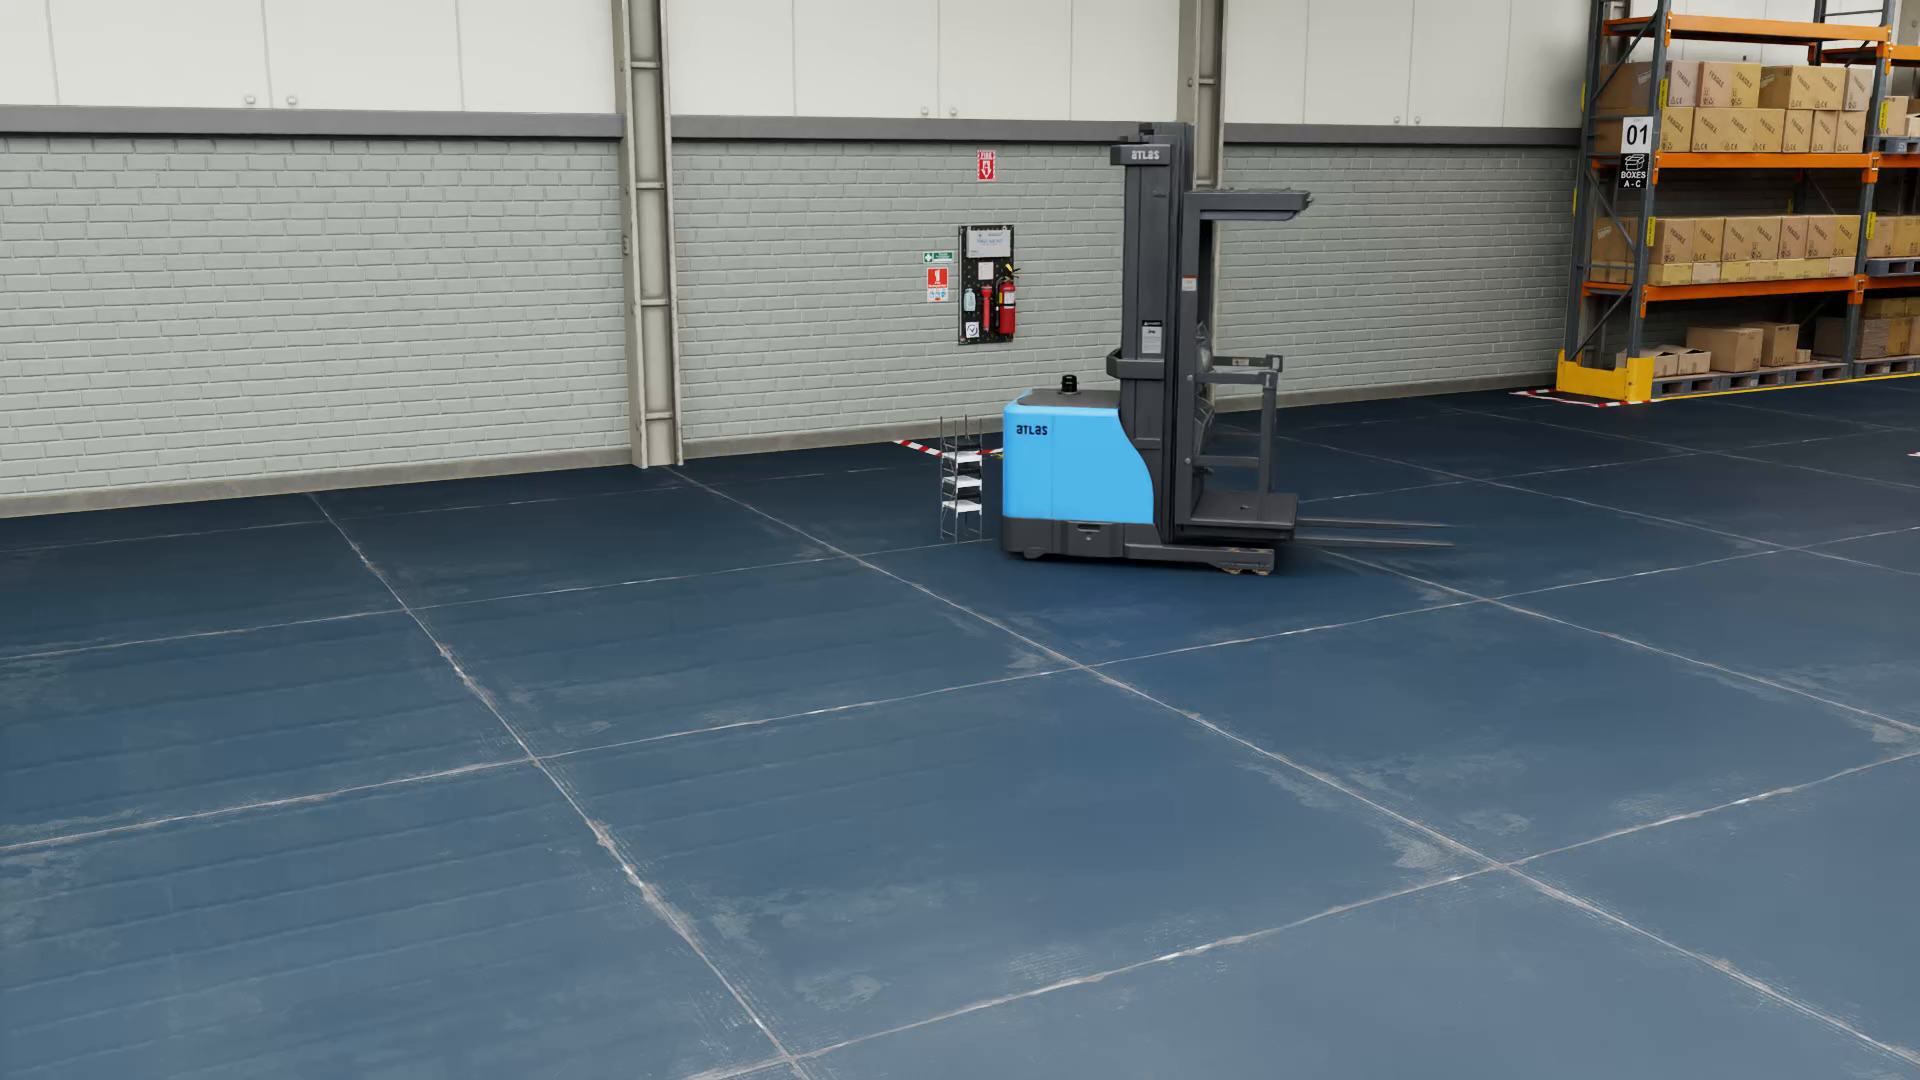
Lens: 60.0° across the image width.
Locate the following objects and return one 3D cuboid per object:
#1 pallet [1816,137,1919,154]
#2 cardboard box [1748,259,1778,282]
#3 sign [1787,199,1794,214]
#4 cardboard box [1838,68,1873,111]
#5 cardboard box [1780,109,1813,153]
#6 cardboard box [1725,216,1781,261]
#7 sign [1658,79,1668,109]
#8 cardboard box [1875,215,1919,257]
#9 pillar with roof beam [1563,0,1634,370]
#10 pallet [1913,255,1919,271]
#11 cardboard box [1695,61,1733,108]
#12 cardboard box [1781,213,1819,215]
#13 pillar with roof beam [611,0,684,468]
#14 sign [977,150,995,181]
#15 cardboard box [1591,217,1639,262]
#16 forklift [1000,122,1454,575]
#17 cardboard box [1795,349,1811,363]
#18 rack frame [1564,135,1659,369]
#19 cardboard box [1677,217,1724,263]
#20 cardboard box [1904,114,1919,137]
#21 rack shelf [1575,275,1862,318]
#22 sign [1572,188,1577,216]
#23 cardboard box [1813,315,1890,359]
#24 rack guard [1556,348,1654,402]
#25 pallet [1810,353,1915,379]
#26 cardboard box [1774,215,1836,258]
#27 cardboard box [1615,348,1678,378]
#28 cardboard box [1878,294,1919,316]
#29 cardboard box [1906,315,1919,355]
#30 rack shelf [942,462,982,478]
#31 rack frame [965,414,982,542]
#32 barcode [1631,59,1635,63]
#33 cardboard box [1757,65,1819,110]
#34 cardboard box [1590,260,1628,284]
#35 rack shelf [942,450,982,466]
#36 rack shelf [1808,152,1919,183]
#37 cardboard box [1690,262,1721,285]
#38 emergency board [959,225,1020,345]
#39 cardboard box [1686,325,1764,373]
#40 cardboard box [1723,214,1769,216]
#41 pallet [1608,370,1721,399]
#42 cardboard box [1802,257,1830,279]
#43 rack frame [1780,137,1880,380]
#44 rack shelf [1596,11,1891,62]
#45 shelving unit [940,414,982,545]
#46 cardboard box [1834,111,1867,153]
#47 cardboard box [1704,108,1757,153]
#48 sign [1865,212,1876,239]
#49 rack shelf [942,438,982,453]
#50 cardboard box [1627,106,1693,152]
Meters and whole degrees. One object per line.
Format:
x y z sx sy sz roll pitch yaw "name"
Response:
11.672 -5.017 21.167 1.003 0.211 1.213 -7 14 -28 "pallet"
9.492 -3.270 20.102 0.500 0.250 0.500 -7 14 -27 "cardboard box"
10.810 -4.273 21.625 0.005 0.325 0.100 -7 14 -28 "sign"
10.769 -5.506 20.360 0.500 0.500 0.500 -8 15 -33 "cardboard box"
9.836 -4.906 19.972 0.500 0.500 0.500 -7 15 -30 "cardboard box"
9.474 -3.635 20.017 0.500 0.500 0.500 -6 14 -26 "cardboard box"
7.828 -4.966 18.519 0.005 0.325 0.100 -7 14 -28 "sign"
12.036 -3.969 21.683 0.500 0.500 0.700 -5 14 -22 "cardboard box"
9.831 -5.518 16.132 0.400 9.000 9.100 -7 14 -28 "pillar with roof beam"
12.872 -3.712 22.209 1.213 0.211 1.003 -7 14 -28 "pallet"
8.487 -5.227 19.120 0.500 0.500 0.500 -7 14 -29 "cardboard box"
10.567 -3.894 21.170 0.500 0.500 0.500 -7 15 -29 "cardboard box"
-0.702 -4.255 10.522 0.400 9.000 9.100 -7 14 -28 "pillar with roof beam"
0.260 -3.686 16.377 0.199 0.298 0.001 -7 14 -28 "sign"
7.880 -3.573 19.743 0.500 0.500 0.500 -7 14 -28 "cardboard box"
1.852 -1.324 11.315 3.031 2.935 1.130 3 13 13 "forklift"
10.624 -2.371 21.266 0.250 0.166 0.380 -9 16 -35 "cardboard box"
7.568 -3.180 19.409 0.127 3.000 1.000 -7 14 -28 "rack frame"
8.570 -3.525 19.529 0.500 0.500 0.500 -7 14 -28 "cardboard box"
12.138 -5.333 21.388 0.500 0.311 0.500 -6 14 -26 "cardboard box"
9.324 -3.040 20.423 4.000 0.370 1.077 -7 14 -28 "rack shelf"
7.320 -4.008 19.732 0.005 0.325 0.100 -7 14 -28 "sign"
11.717 -2.677 21.863 0.500 0.500 0.700 -6 14 -26 "cardboard box"
7.635 -1.969 19.719 0.348 0.500 1.175 -7 14 -28 "rack guard"
11.762 -2.323 21.950 1.213 0.211 1.003 -7 14 -28 "pallet"
10.377 -3.741 20.487 0.500 0.500 0.500 -7 14 -28 "cardboard box"
8.219 -2.139 19.902 0.500 0.311 0.500 -9 15 -34 "cardboard box"
12.557 -3.145 22.236 0.500 0.250 0.500 -7 15 -29 "cardboard box"
12.614 -2.787 22.352 0.500 0.500 0.700 -7 14 -27 "cardboard box"
0.007 -0.495 12.002 0.200 0.077 0.258 -7 14 -28 "rack shelf"
0.096 -0.451 12.062 0.006 0.900 0.240 -7 14 -28 "rack frame"
7.952 -5.644 19.653 0.075 0.075 0.001 -7 14 -28 "barcode"
9.840 -5.389 19.842 0.500 0.500 0.500 -7 15 -30 "cardboard box"
7.886 -3.203 19.808 0.500 0.250 0.500 -7 14 -27 "cardboard box"
0.007 -0.583 11.982 0.200 0.077 0.258 -7 14 -28 "rack shelf"
12.835 -4.924 21.963 4.000 0.370 1.077 -7 14 -28 "rack shelf"
8.598 -3.164 19.634 0.500 0.250 0.500 -7 15 -30 "cardboard box"
0.315 -2.537 16.550 0.643 1.169 0.194 -7 14 -28 "emergency board"
9.387 -2.358 20.448 0.500 0.500 0.700 -8 15 -31 "cardboard box"
9.671 -3.789 20.703 0.500 0.500 0.500 -6 14 -26 "cardboard box"
8.365 -1.907 20.100 1.213 0.211 1.003 -7 14 -28 "pallet"
10.367 -3.379 20.586 0.500 0.250 0.500 -7 14 -28 "cardboard box"
11.079 -3.601 21.279 0.127 3.000 1.000 -7 14 -28 "rack frame"
9.324 -5.965 19.765 4.000 0.370 1.077 -7 14 -28 "rack shelf"
0.007 -0.440 12.014 0.210 0.900 0.258 -7 14 -28 "shelving unit"
10.752 -5.022 20.487 0.500 0.500 0.500 -6 14 -26 "cardboard box"
8.924 -4.794 19.475 0.500 0.500 0.500 -6 14 -25 "cardboard box"
11.346 -3.920 20.723 0.005 0.325 0.100 -7 14 -28 "sign"
0.007 -0.671 11.962 0.200 0.077 0.258 -7 14 -28 "rack shelf"
7.982 -4.689 19.009 0.500 0.500 0.500 -6 14 -26 "cardboard box"
